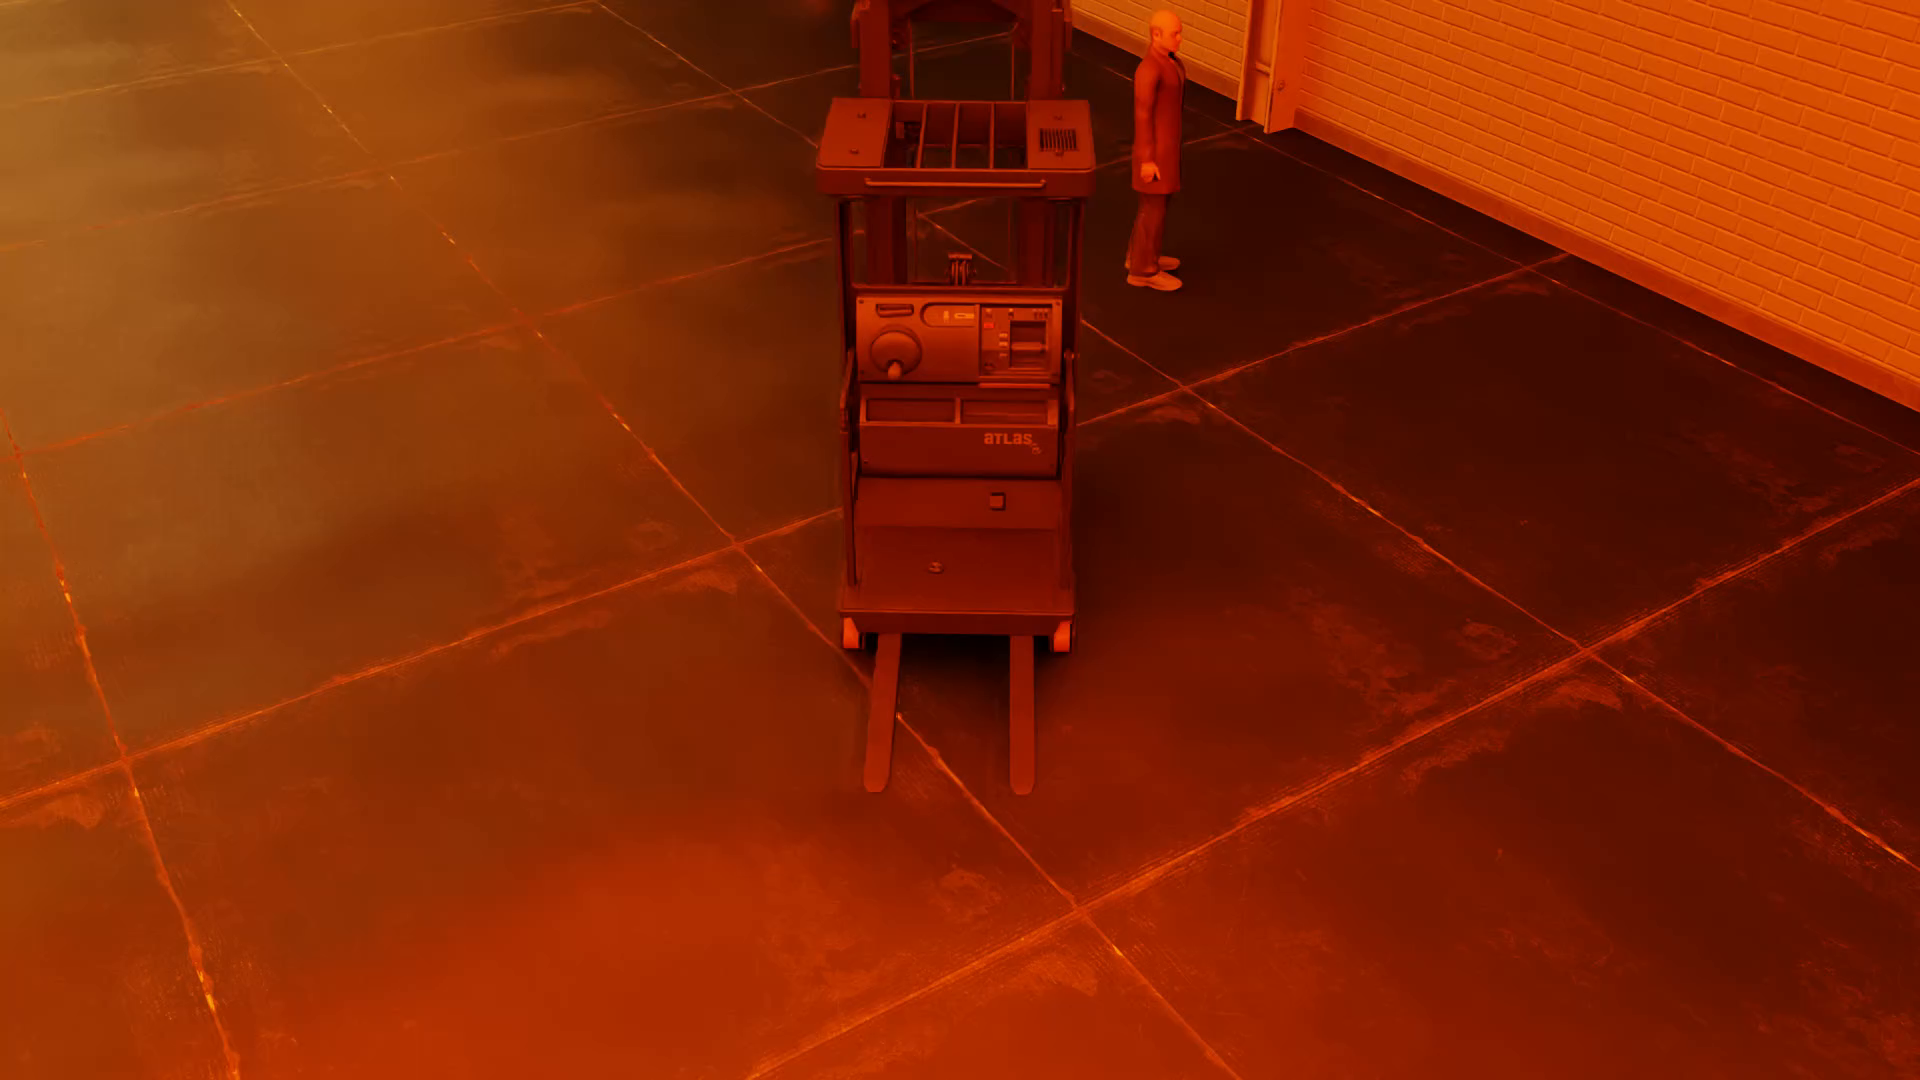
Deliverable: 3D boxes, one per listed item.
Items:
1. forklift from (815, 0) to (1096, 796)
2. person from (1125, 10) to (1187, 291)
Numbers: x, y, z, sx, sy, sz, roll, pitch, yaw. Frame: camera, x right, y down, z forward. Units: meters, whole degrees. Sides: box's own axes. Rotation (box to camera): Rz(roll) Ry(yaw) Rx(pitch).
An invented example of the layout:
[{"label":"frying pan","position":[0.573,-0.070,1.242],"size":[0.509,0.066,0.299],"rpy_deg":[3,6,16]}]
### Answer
[{"label":"forklift","position":[-0.007,-0.847,7.353],"size":[1.130,2.935,3.031],"rpy_deg":[1,35,1]},{"label":"person","position":[1.311,-2.517,10.731],"size":[0.421,1.782,0.643],"rpy_deg":[7,36,10]}]
